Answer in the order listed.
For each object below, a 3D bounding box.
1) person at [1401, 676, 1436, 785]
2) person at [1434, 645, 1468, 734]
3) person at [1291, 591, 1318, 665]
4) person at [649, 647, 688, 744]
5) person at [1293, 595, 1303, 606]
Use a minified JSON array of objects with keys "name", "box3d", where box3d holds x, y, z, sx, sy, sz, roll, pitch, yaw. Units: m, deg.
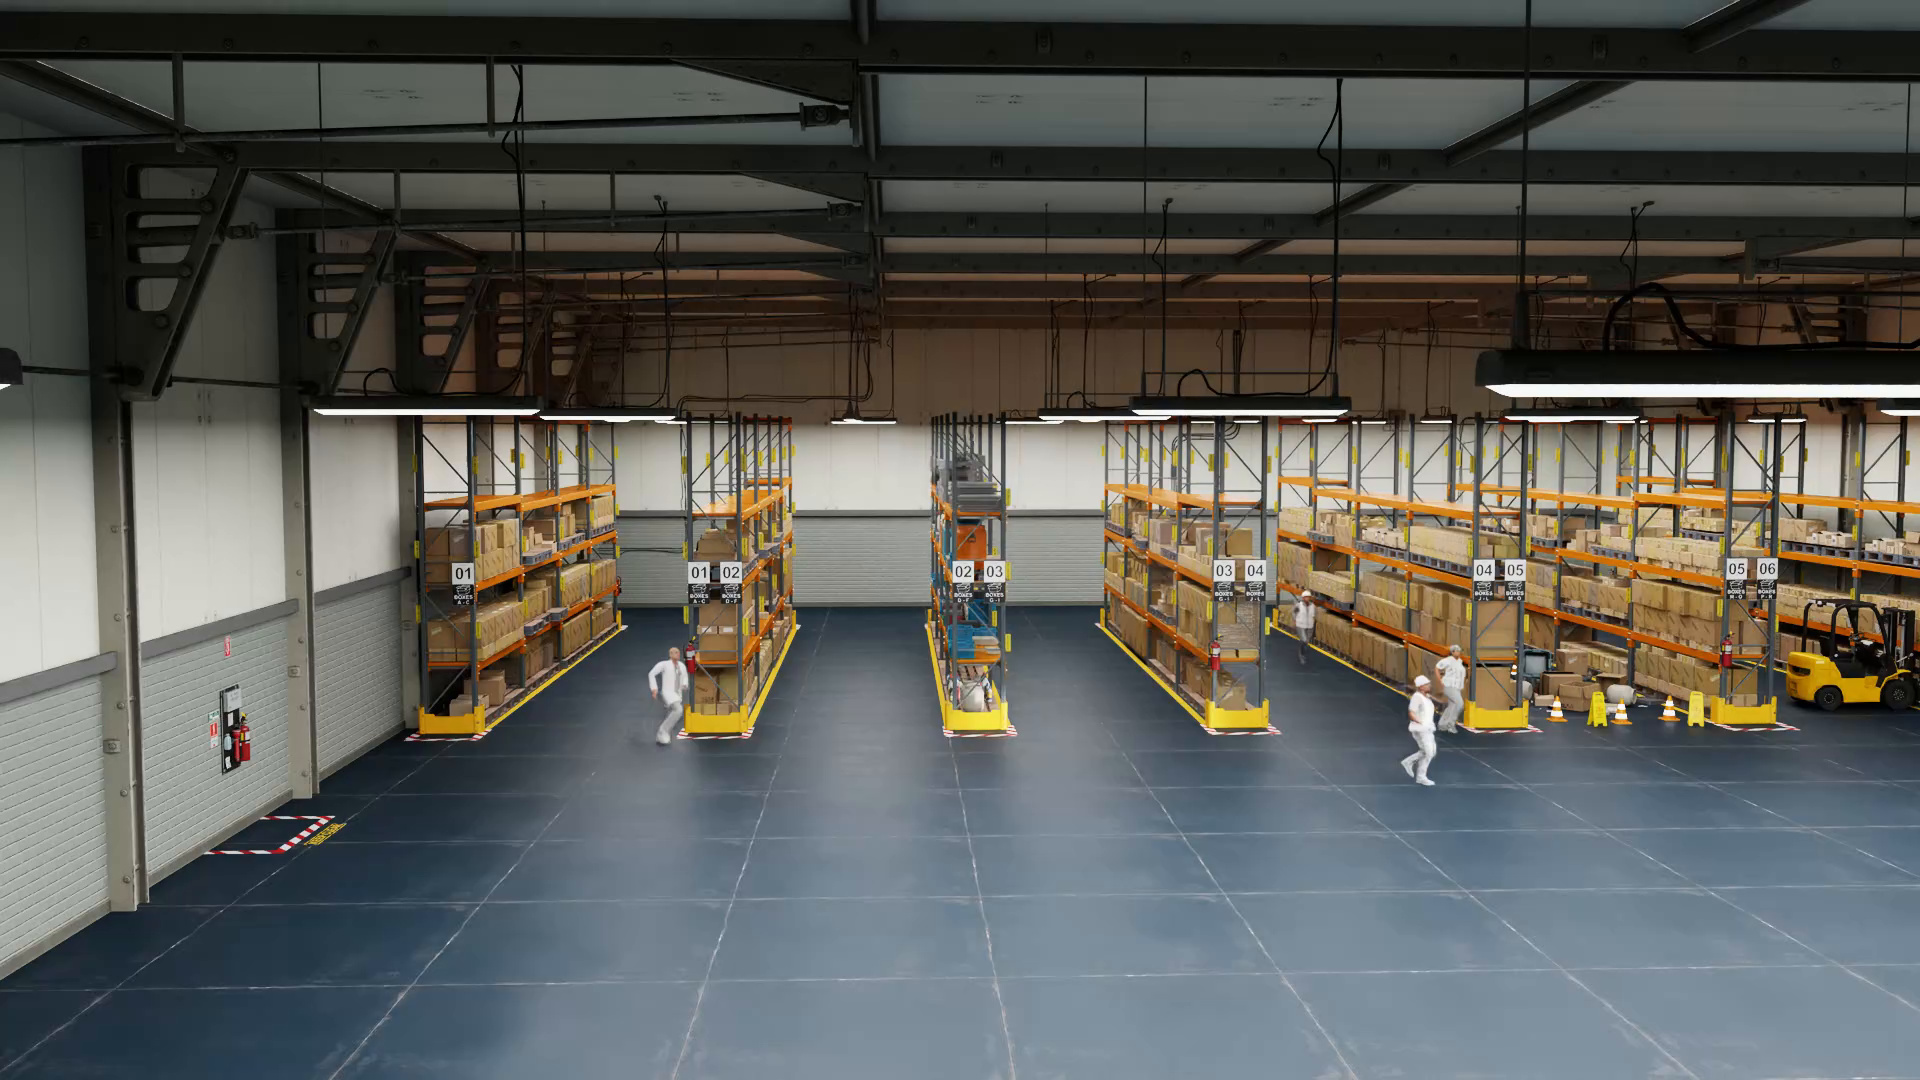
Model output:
[{"name":"person","box3d":[7.336,3.038,26.620,0.595,1.746,0.687,2,5,31]},{"name":"person","box3d":[9.261,2.788,31.143,0.582,1.628,0.617,-3,5,-37]},{"name":"person","box3d":[8.347,2.120,40.198,0.574,1.811,0.847,-1,4,-13]},{"name":"person","box3d":[-5.170,2.807,30.051,0.656,1.707,0.702,3,5,38]},{"name":"person","box3d":[9.996,1.509,49.001,0.608,1.735,0.706,-1,4,-11]}]
